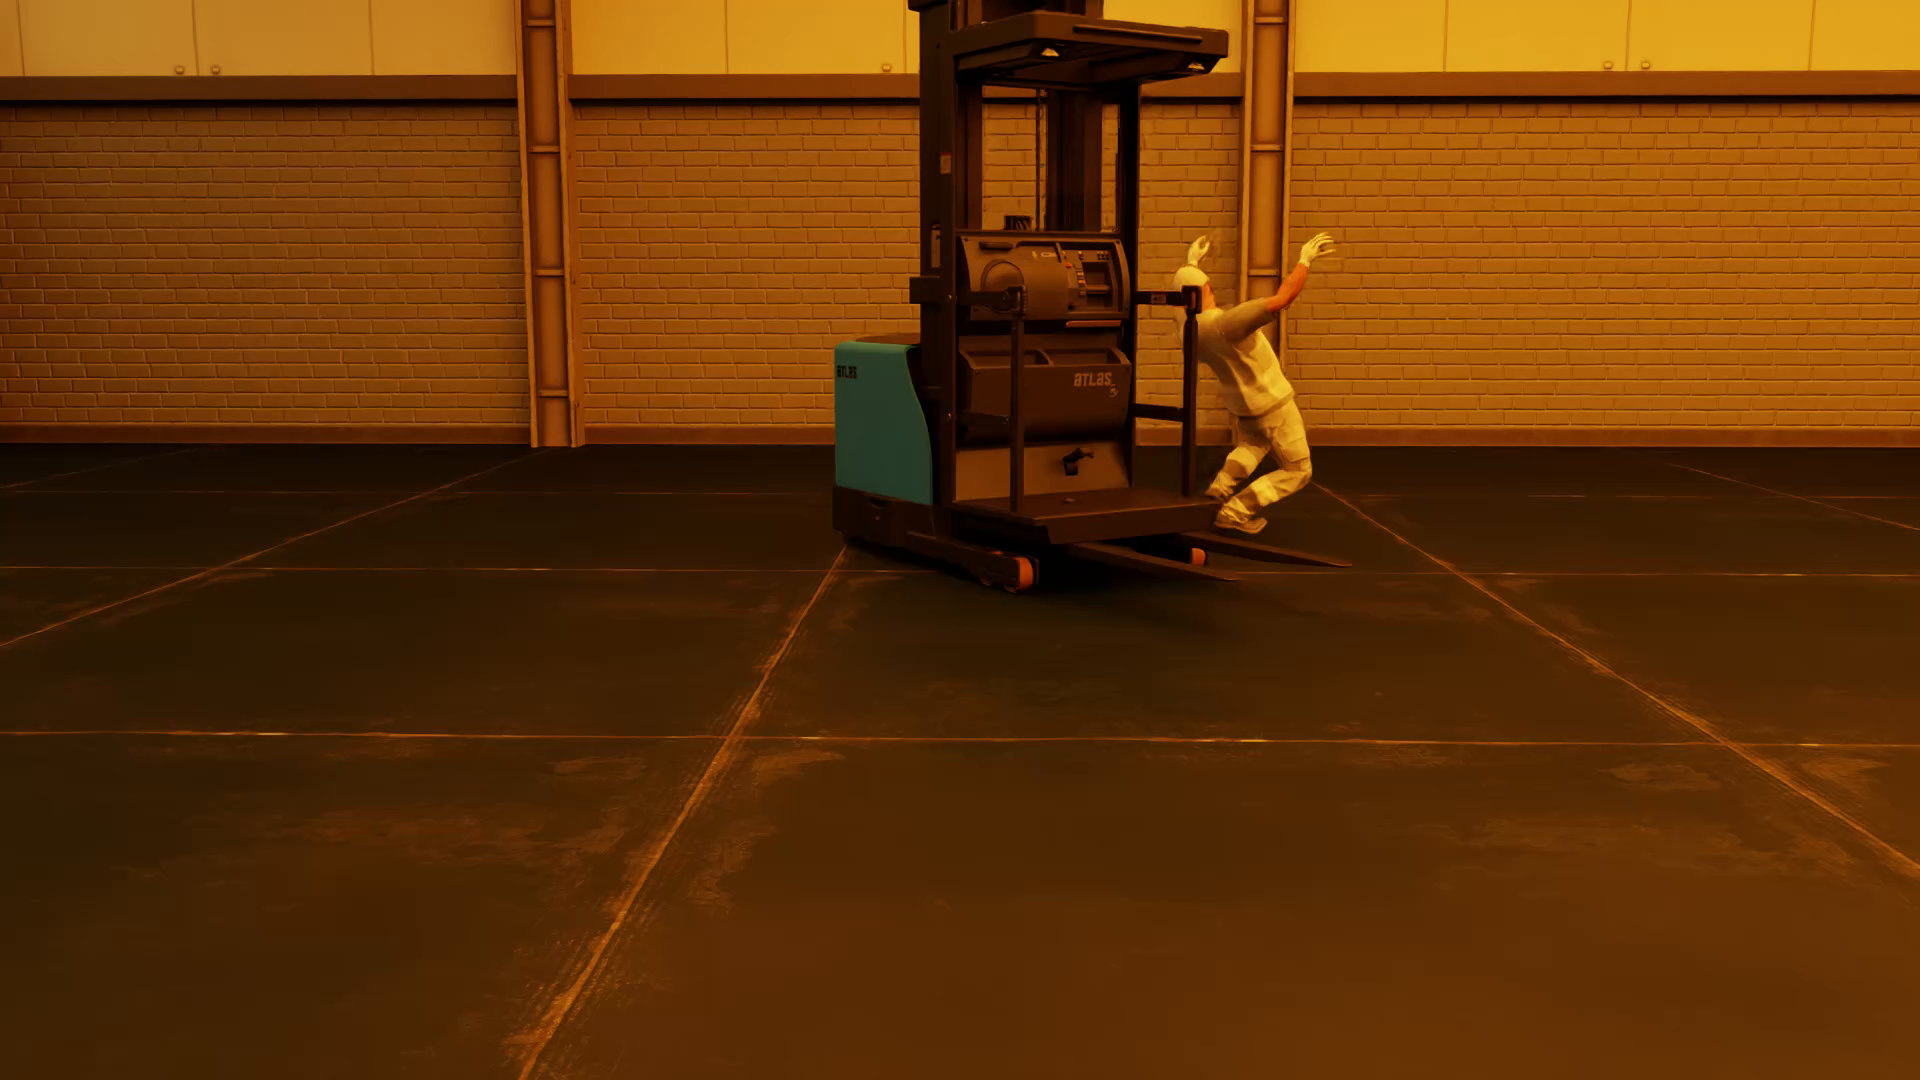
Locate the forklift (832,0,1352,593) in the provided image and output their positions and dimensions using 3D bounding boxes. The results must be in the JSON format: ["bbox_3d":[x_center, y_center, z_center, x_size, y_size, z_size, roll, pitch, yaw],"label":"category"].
[{"bbox_3d":[0.530,-1.292,7.751,1.130,2.935,3.031,-5,10,-32],"label":"forklift"}]

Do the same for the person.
[{"bbox_3d":[1.480,-0.834,9.030,0.772,1.640,0.987,-4,9,-22],"label":"person"}]
